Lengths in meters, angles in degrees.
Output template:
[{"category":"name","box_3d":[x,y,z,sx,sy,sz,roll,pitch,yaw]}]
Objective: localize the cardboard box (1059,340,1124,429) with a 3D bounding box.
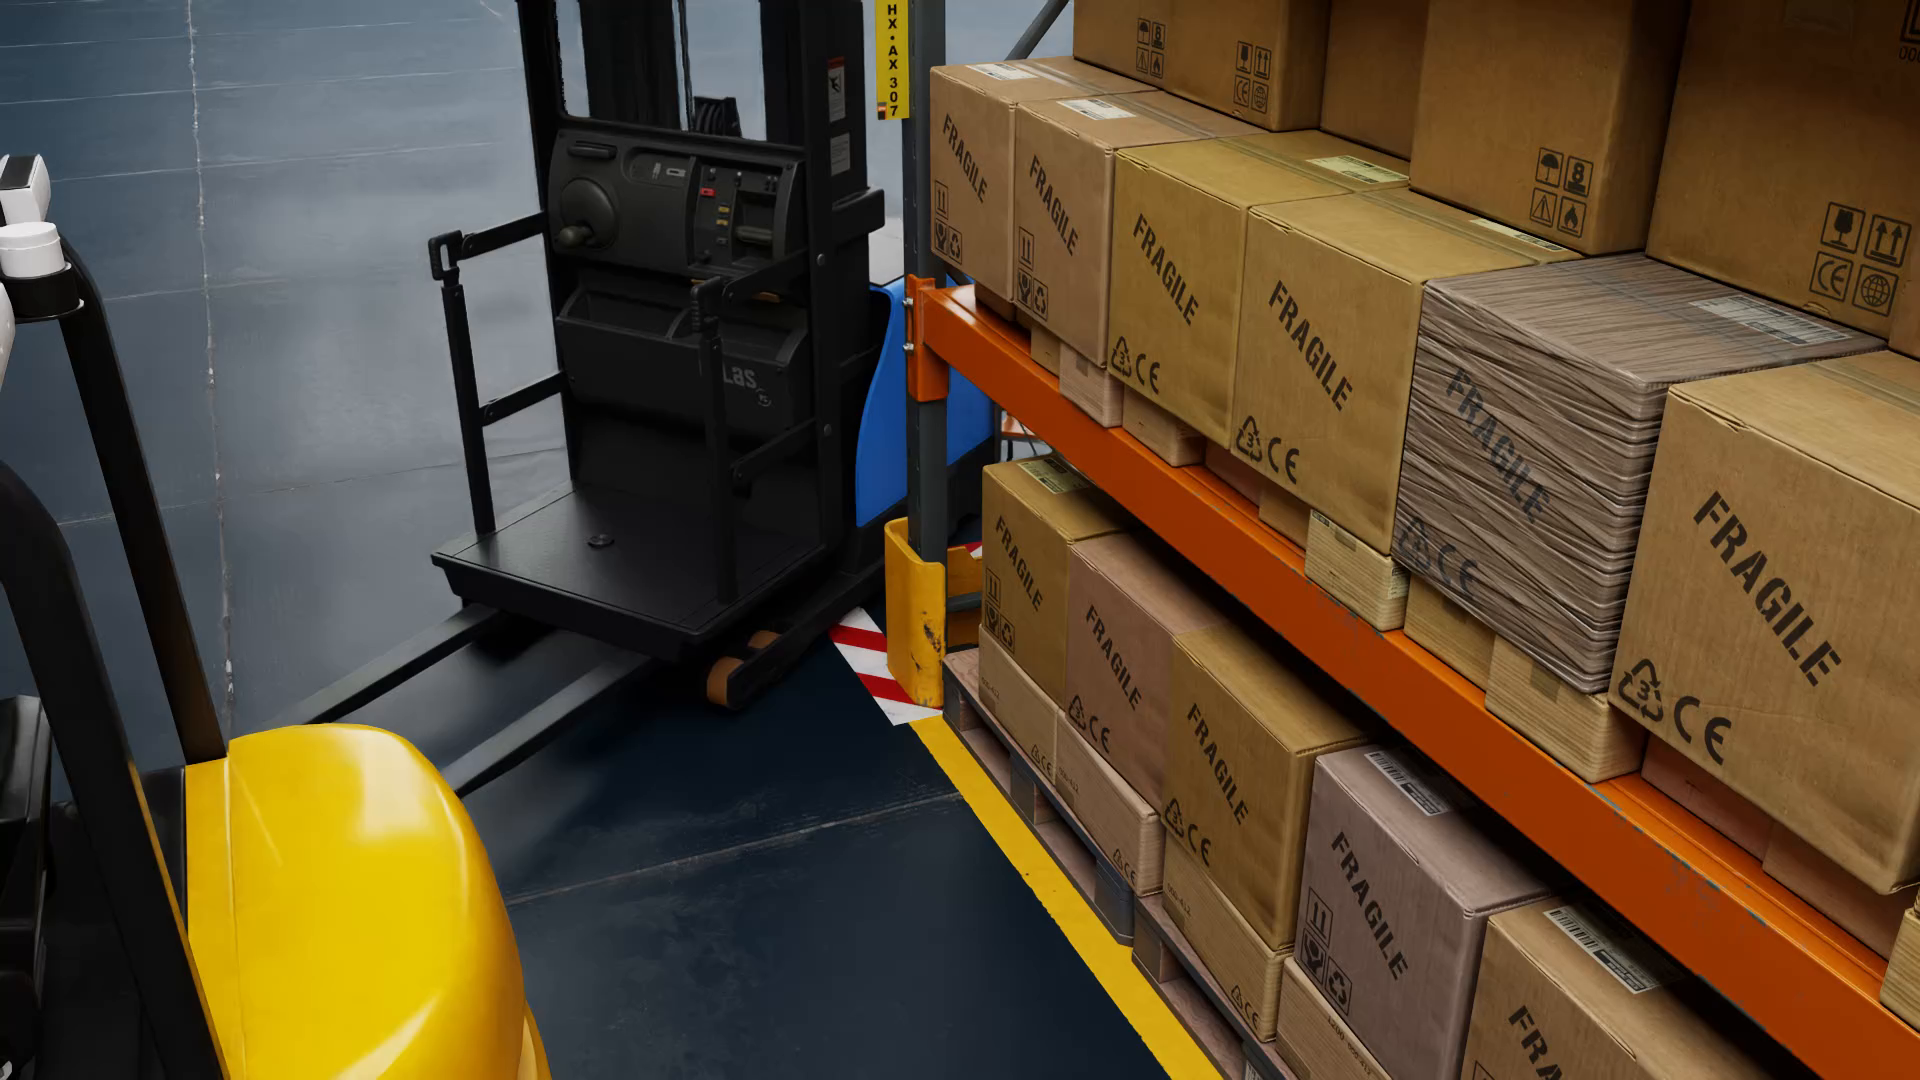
[{"category":"cardboard box","box_3d":[0.459,-0.400,3.937,0.380,0.149,0.250,-10,28,-20]}]

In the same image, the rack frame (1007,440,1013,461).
[{"category":"rack frame","box_3d":[0.302,-0.687,6.290,0.240,1.200,0.006,7,27,15]}]

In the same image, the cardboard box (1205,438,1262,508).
[{"category":"cardboard box","box_3d":[0.750,-0.205,3.537,0.380,0.149,0.250,-10,28,-19]}]

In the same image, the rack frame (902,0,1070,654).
[{"category":"rack frame","box_3d":[0.318,-1.016,4.913,1.000,3.000,0.127,-11,28,-21]}]

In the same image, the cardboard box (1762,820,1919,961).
[{"category":"cardboard box","box_3d":[1.344,0.416,2.266,0.380,0.149,0.250,-10,28,-20]}]

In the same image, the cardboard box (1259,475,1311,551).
[{"category":"cardboard box","box_3d":[0.826,-0.093,3.309,0.380,0.149,0.250,-11,28,-22]}]

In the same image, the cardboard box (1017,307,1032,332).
[{"category":"cardboard box","box_3d":[0.373,-0.631,4.410,0.380,0.149,0.250,-10,28,-20]}]

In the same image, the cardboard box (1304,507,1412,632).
[{"category":"cardboard box","box_3d":[0.871,0.018,3.080,0.380,0.149,0.250,-10,28,-20]}]

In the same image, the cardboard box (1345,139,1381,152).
[{"category":"cardboard box","box_3d":[1.169,-0.618,3.643,0.500,0.500,0.500,-11,28,-21]}]

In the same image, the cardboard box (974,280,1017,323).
[{"category":"cardboard box","box_3d":[0.261,-0.731,4.614,0.380,0.149,0.250,-10,28,-20]}]

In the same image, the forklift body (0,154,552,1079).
[{"category":"forklift body","box_3d":[-1.826,0.672,2.423,2.313,2.155,1.214,-11,28,-21]}]

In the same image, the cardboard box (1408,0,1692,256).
[{"category":"cardboard box","box_3d":[1.272,-0.856,2.993,0.700,0.500,0.500,-11,28,-21]}]

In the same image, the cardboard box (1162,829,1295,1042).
[{"category":"cardboard box","box_3d":[0.798,0.829,3.788,0.500,0.250,0.500,-9,27,-17]}]

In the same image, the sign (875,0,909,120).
[{"category":"sign","box_3d":[-0.181,-1.312,4.532,0.100,0.325,0.005,-11,28,-21]}]

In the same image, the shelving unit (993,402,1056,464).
[{"category":"shelving unit","box_3d":[0.276,-0.649,6.210,0.258,1.200,0.189,7,27,15]}]

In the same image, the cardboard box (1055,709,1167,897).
[{"category":"cardboard box","box_3d":[0.573,0.611,4.235,0.500,0.250,0.500,-10,28,-19]}]

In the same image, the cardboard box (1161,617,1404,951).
[{"category":"cardboard box","box_3d":[0.787,0.490,3.627,0.500,0.500,0.500,-10,28,-20]}]

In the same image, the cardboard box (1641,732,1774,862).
[{"category":"cardboard box","box_3d":[1.259,0.313,2.477,0.380,0.149,0.250,-11,28,-21]}]

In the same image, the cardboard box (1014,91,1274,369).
[{"category":"cardboard box","box_3d":[0.454,-0.747,3.909,0.500,0.500,0.500,-10,28,-19]}]

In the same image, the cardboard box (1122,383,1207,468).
[{"category":"cardboard box","box_3d":[0.591,-0.301,3.734,0.380,0.149,0.250,-10,28,-19]}]

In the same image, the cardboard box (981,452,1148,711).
[{"category":"cardboard box","box_3d":[0.389,0.076,4.476,0.500,0.500,0.500,-12,28,-22]}]

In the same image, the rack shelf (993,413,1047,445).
[{"category":"rack shelf","box_3d":[0.276,-0.393,6.334,0.258,0.103,0.180,7,27,15]}]

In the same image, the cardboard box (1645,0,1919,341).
[{"category":"cardboard box","box_3d":[1.560,-0.662,2.594,0.700,0.500,0.500,-11,28,-22]}]

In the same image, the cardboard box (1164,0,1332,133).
[{"category":"cardboard box","box_3d":[0.910,-1.270,3.840,0.700,0.500,0.500,-10,28,-20]}]

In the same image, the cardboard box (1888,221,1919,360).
[{"category":"cardboard box","box_3d":[1.732,-0.454,2.169,0.700,0.500,0.500,-10,28,-20]}]

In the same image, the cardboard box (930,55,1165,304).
[{"category":"cardboard box","box_3d":[0.248,-0.956,4.336,0.500,0.500,0.500,-11,28,-21]}]

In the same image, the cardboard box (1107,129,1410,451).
[{"category":"cardboard box","box_3d":[0.655,-0.542,3.488,0.500,0.500,0.500,-11,28,-22]}]

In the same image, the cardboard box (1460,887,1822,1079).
[{"category":"cardboard box","box_3d":[1.205,0.911,2.767,0.500,0.500,0.500,-10,28,-20]}]

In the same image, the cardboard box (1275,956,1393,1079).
[{"category":"cardboard box","box_3d":[0.993,1.034,3.370,0.500,0.250,0.500,-10,28,-20]}]

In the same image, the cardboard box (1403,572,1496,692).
[{"category":"cardboard box","box_3d":[1.005,0.116,2.880,0.380,0.149,0.250,-11,28,-22]}]

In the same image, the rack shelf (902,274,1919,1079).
[{"category":"rack shelf","box_3d":[1.101,0.114,3.417,1.077,0.370,4.000,-11,28,-21]}]

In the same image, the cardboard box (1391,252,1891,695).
[{"category":"cardboard box","box_3d":[1.067,-0.132,2.649,0.500,0.500,0.500,-10,28,-19]}]

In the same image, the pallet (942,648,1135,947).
[{"category":"pallet","box_3d":[0.634,0.601,4.778,1.003,0.211,1.213,-11,28,-21]}]

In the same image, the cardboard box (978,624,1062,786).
[{"category":"cardboard box","box_3d":[0.380,0.404,4.660,0.500,0.250,0.500,-11,28,-21]}]

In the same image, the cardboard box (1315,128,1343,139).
[{"category":"cardboard box","box_3d":[0.976,-0.820,4.058,0.500,0.500,0.500,-11,28,-20]}]

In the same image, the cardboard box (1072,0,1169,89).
[{"category":"cardboard box","box_3d":[0.719,-1.476,4.261,0.700,0.500,0.500,-11,28,-22]}]

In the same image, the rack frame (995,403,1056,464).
[{"category":"rack frame","box_3d":[0.251,-0.611,6.131,0.240,1.200,0.006,7,27,15]}]

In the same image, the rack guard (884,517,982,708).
[{"category":"rack guard","box_3d":[0.348,0.138,5.398,1.175,0.500,0.348,-11,28,-21]}]

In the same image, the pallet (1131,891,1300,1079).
[{"category":"pallet","box_3d":[1.107,1.093,3.770,1.003,0.211,1.213,-11,28,-21]}]

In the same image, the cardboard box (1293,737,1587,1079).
[{"category":"cardboard box","box_3d":[1.004,0.705,3.188,0.500,0.500,0.500,-9,27,-18]}]

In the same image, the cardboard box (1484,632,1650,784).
[{"category":"cardboard box","box_3d":[1.077,0.224,2.658,0.380,0.149,0.250,-11,28,-21]}]

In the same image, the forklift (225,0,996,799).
[{"category":"forklift","box_3d":[-1.005,-1.016,4.990,1.130,2.935,3.031,14,29,26]}]

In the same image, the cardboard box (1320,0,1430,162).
[{"category":"cardboard box","box_3d":[1.205,-1.082,3.454,0.700,0.500,0.500,-11,28,-21]}]

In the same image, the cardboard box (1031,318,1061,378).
[{"category":"cardboard box","box_3d":[0.402,-0.510,4.162,0.380,0.149,0.250,-12,28,-22]}]

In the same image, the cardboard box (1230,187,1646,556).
[{"category":"cardboard box","box_3d":[0.862,-0.338,3.071,0.500,0.500,0.500,-11,28,-22]}]

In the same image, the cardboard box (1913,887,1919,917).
[{"category":"cardboard box","box_3d":[1.482,0.283,1.798,0.500,0.500,0.500,-11,28,-22]}]

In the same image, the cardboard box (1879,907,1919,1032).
[{"category":"cardboard box","box_3d":[1.374,0.534,2.023,0.380,0.149,0.250,-10,28,-19]}]

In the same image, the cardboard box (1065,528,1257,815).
[{"category":"cardboard box","box_3d":[0.598,0.287,4.045,0.500,0.500,0.500,-12,28,-23]}]

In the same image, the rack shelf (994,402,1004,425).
[{"category":"rack shelf","box_3d":[0.276,-0.501,6.282,0.258,0.103,0.180,7,27,15]}]

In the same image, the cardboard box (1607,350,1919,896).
[{"category":"cardboard box","box_3d":[1.274,0.077,2.221,0.500,0.500,0.500,-10,28,-19]}]
